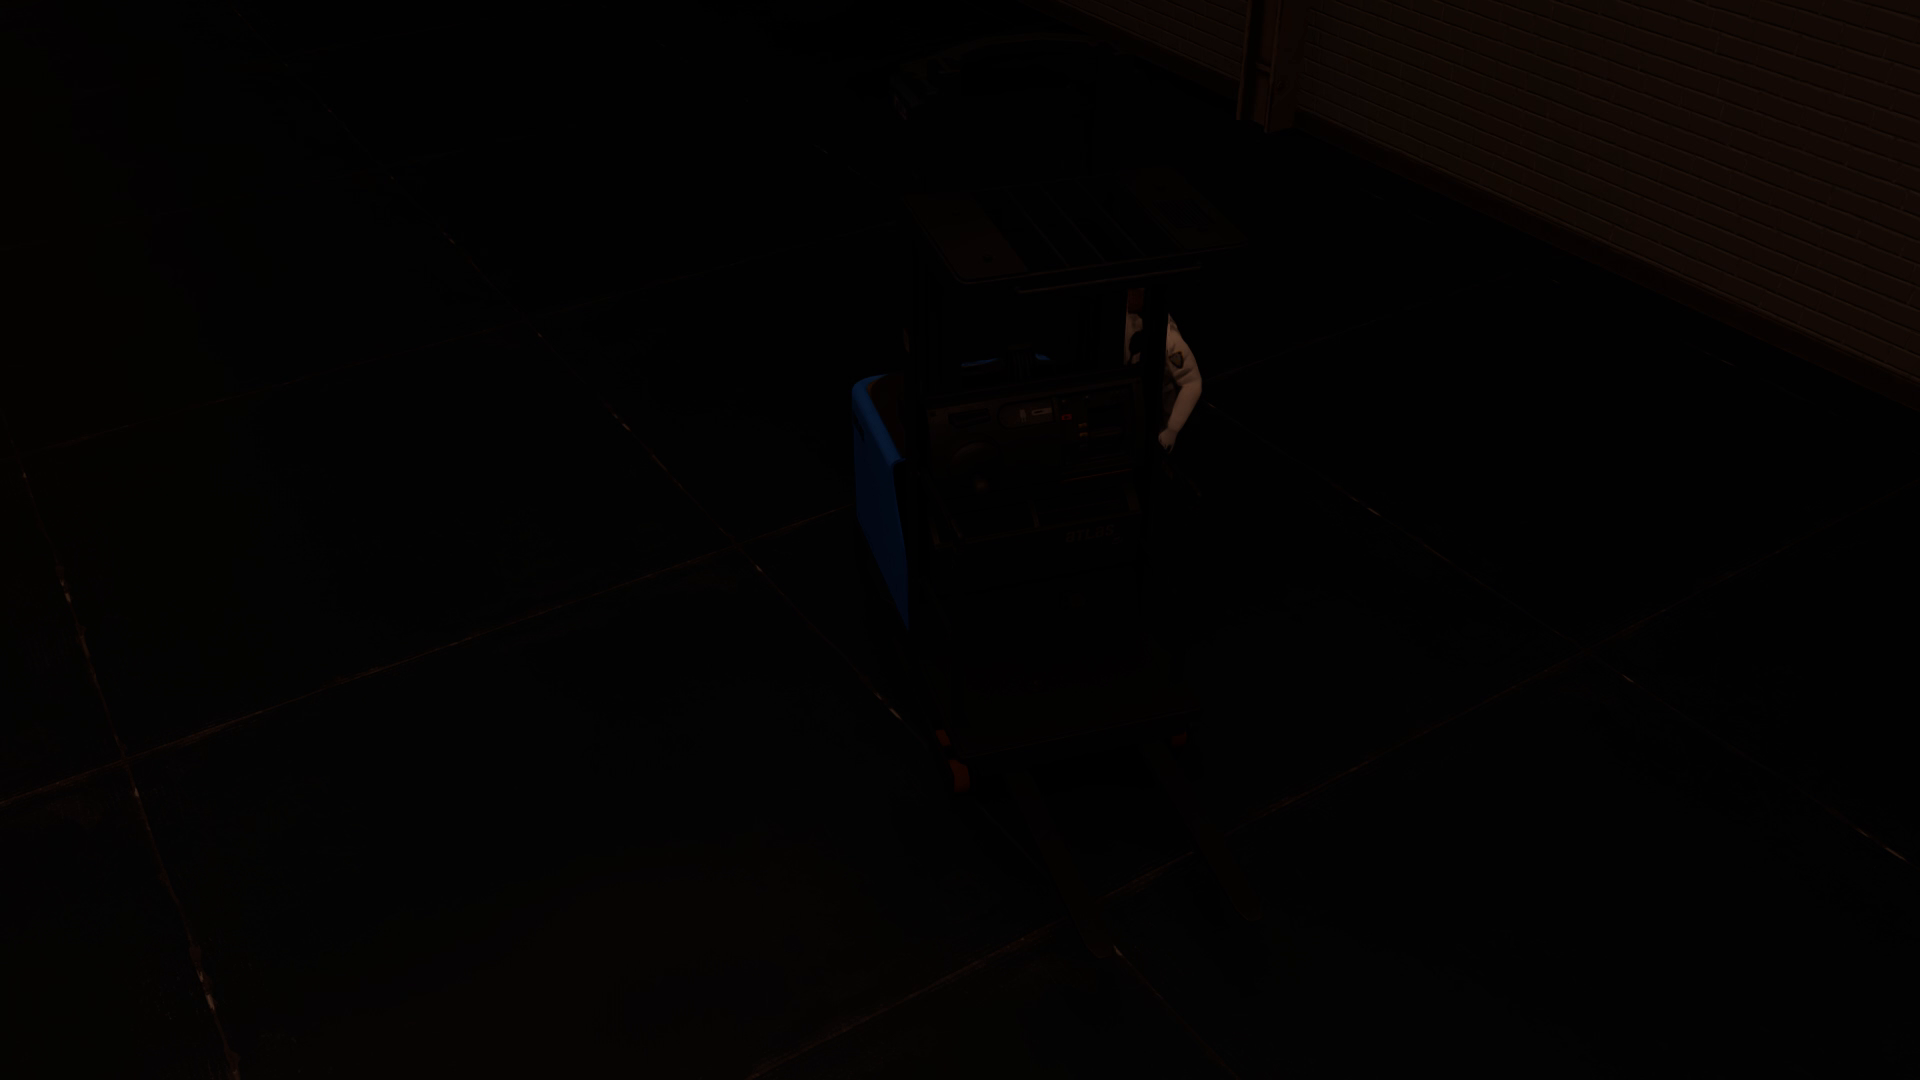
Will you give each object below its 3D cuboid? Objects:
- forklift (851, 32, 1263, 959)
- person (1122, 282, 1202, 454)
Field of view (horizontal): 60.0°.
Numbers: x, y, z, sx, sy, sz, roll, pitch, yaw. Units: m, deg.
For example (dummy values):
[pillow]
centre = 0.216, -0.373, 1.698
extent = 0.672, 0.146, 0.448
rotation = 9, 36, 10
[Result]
[forklift]
centre = 0.384, -0.364, 6.666
extent = 1.130, 2.935, 3.031
rotation = -10, 36, -14
[person]
centre = 0.795, -0.633, 8.199
extent = 0.529, 1.631, 0.822
rotation = -13, 37, -18
